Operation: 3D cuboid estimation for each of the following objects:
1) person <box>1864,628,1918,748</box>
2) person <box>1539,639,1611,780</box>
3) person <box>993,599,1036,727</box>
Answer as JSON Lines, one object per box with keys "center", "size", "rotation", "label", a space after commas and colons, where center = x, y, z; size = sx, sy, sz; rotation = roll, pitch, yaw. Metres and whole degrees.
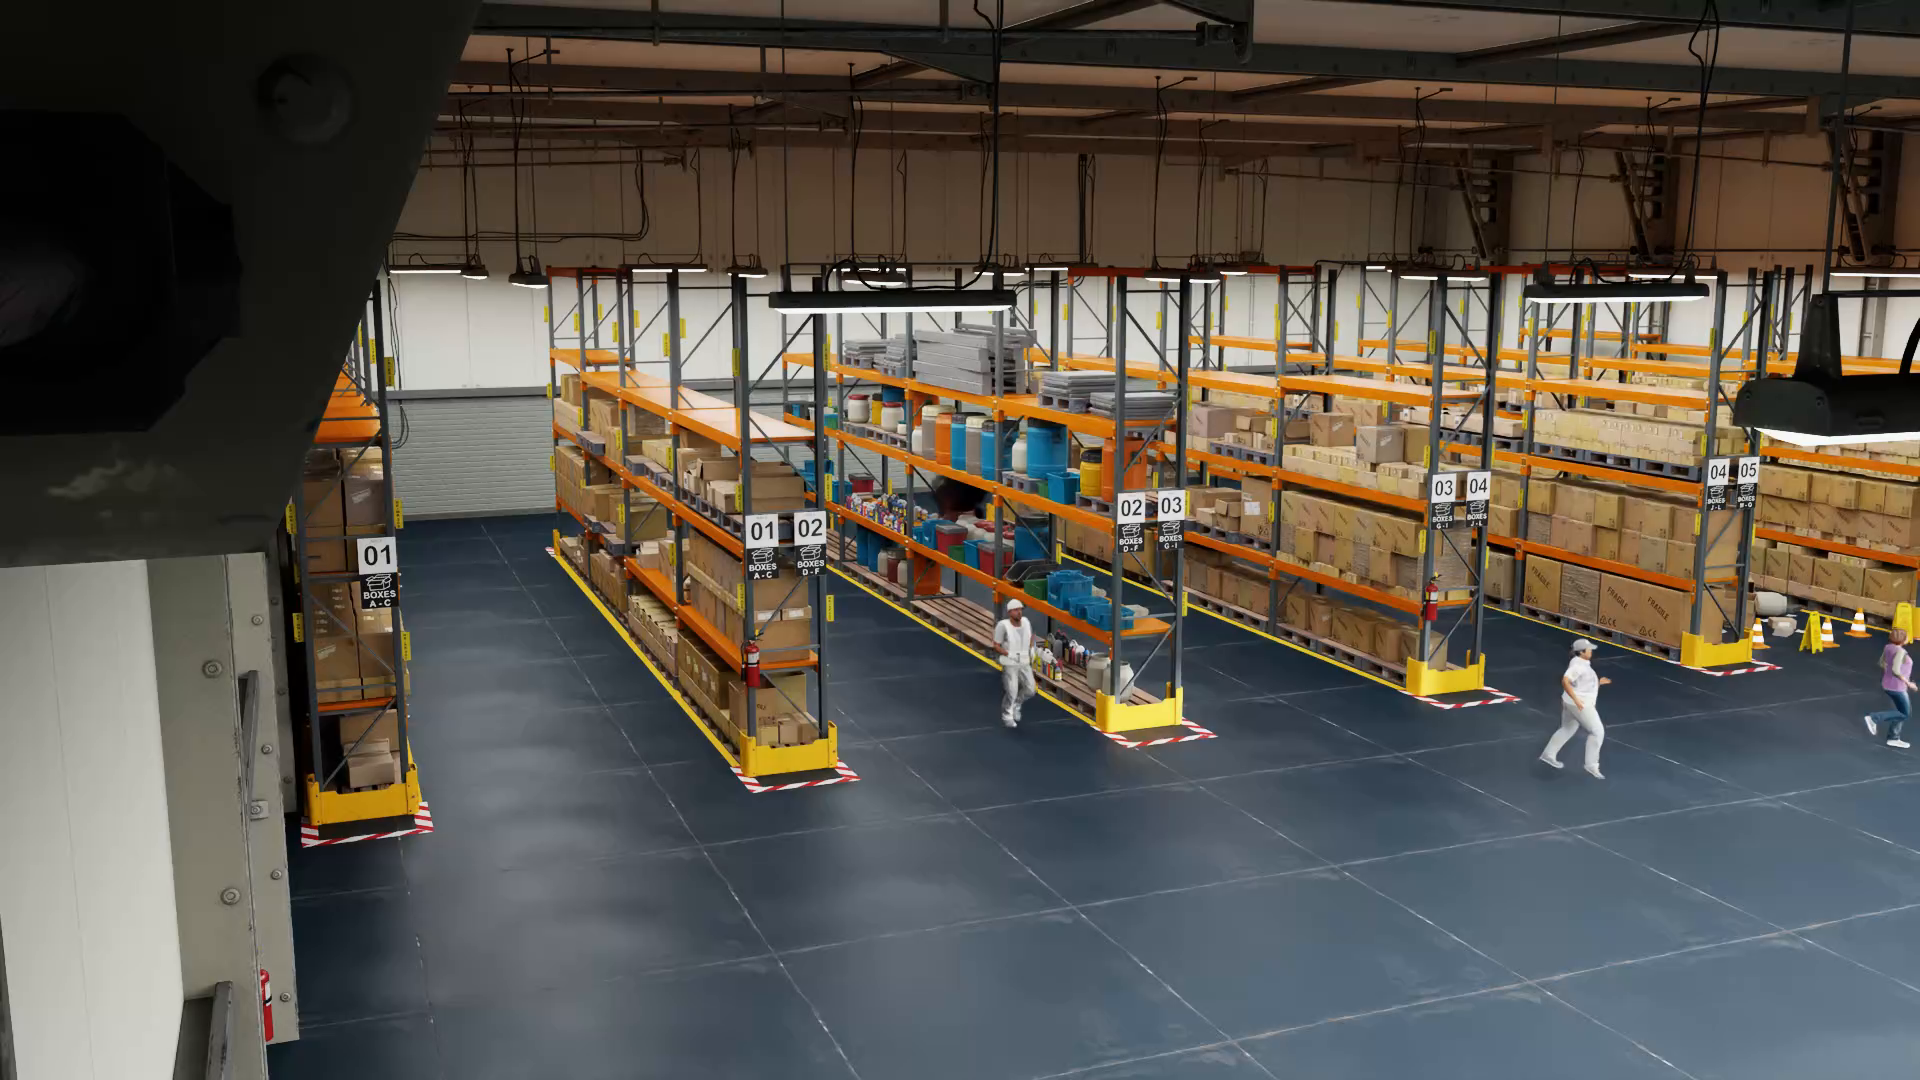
{"center": [11.945, 1.894, 21.357], "size": [0.589, 1.561, 0.537], "rotation": [2, 10, 10], "label": "person"}
{"center": [7.481, 2.043, 20.169], "size": [0.764, 1.729, 0.579], "rotation": [1, 10, 7], "label": "person"}
{"center": [0.778, 1.645, 22.134], "size": [0.711, 1.738, 0.595], "rotation": [-6, 12, -31], "label": "person"}
